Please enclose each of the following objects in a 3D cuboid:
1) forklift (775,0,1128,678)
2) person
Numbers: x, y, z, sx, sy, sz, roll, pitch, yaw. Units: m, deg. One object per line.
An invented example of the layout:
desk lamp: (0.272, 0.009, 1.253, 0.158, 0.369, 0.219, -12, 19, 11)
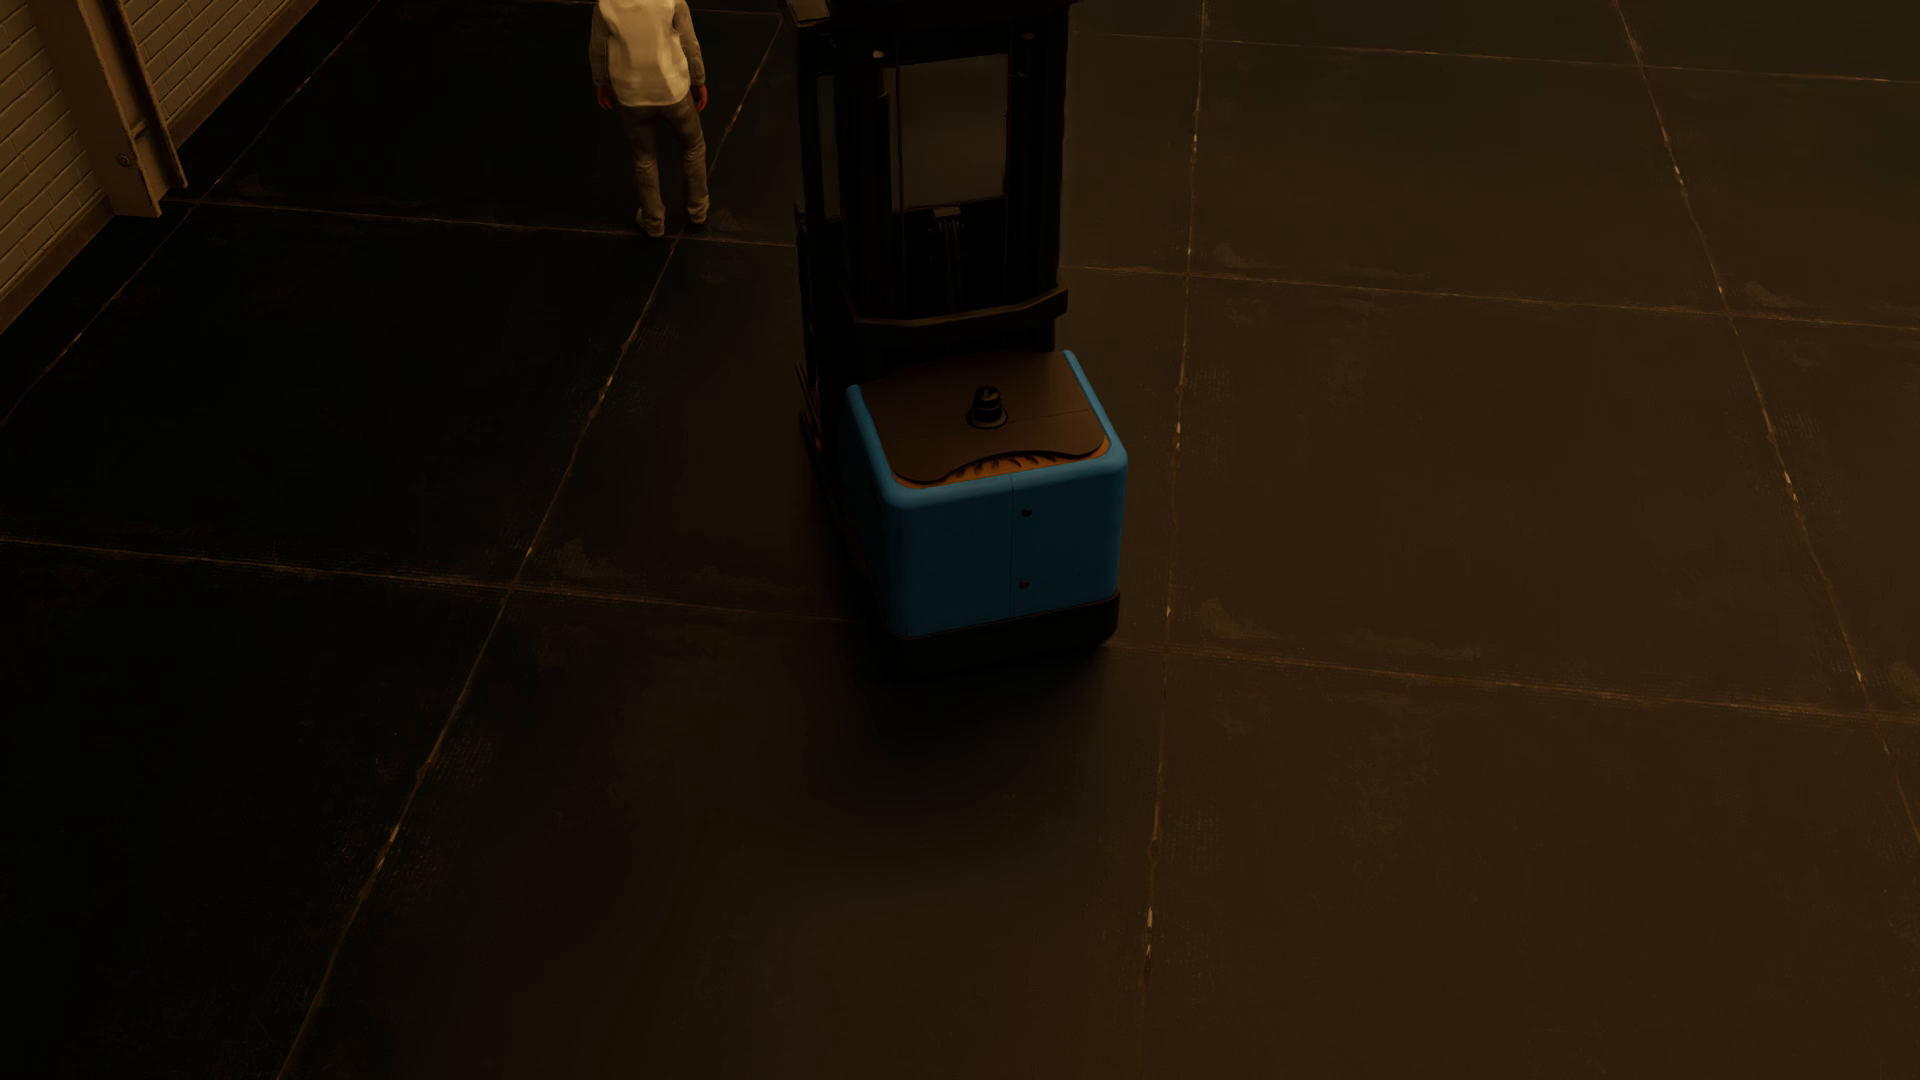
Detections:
forklift: (-0.182, -1.498, 7.355, 1.130, 2.935, 3.031, -10, 44, -11)
person: (-1.746, -2.563, 9.382, 0.632, 1.766, 0.471, -4, 43, -4)
